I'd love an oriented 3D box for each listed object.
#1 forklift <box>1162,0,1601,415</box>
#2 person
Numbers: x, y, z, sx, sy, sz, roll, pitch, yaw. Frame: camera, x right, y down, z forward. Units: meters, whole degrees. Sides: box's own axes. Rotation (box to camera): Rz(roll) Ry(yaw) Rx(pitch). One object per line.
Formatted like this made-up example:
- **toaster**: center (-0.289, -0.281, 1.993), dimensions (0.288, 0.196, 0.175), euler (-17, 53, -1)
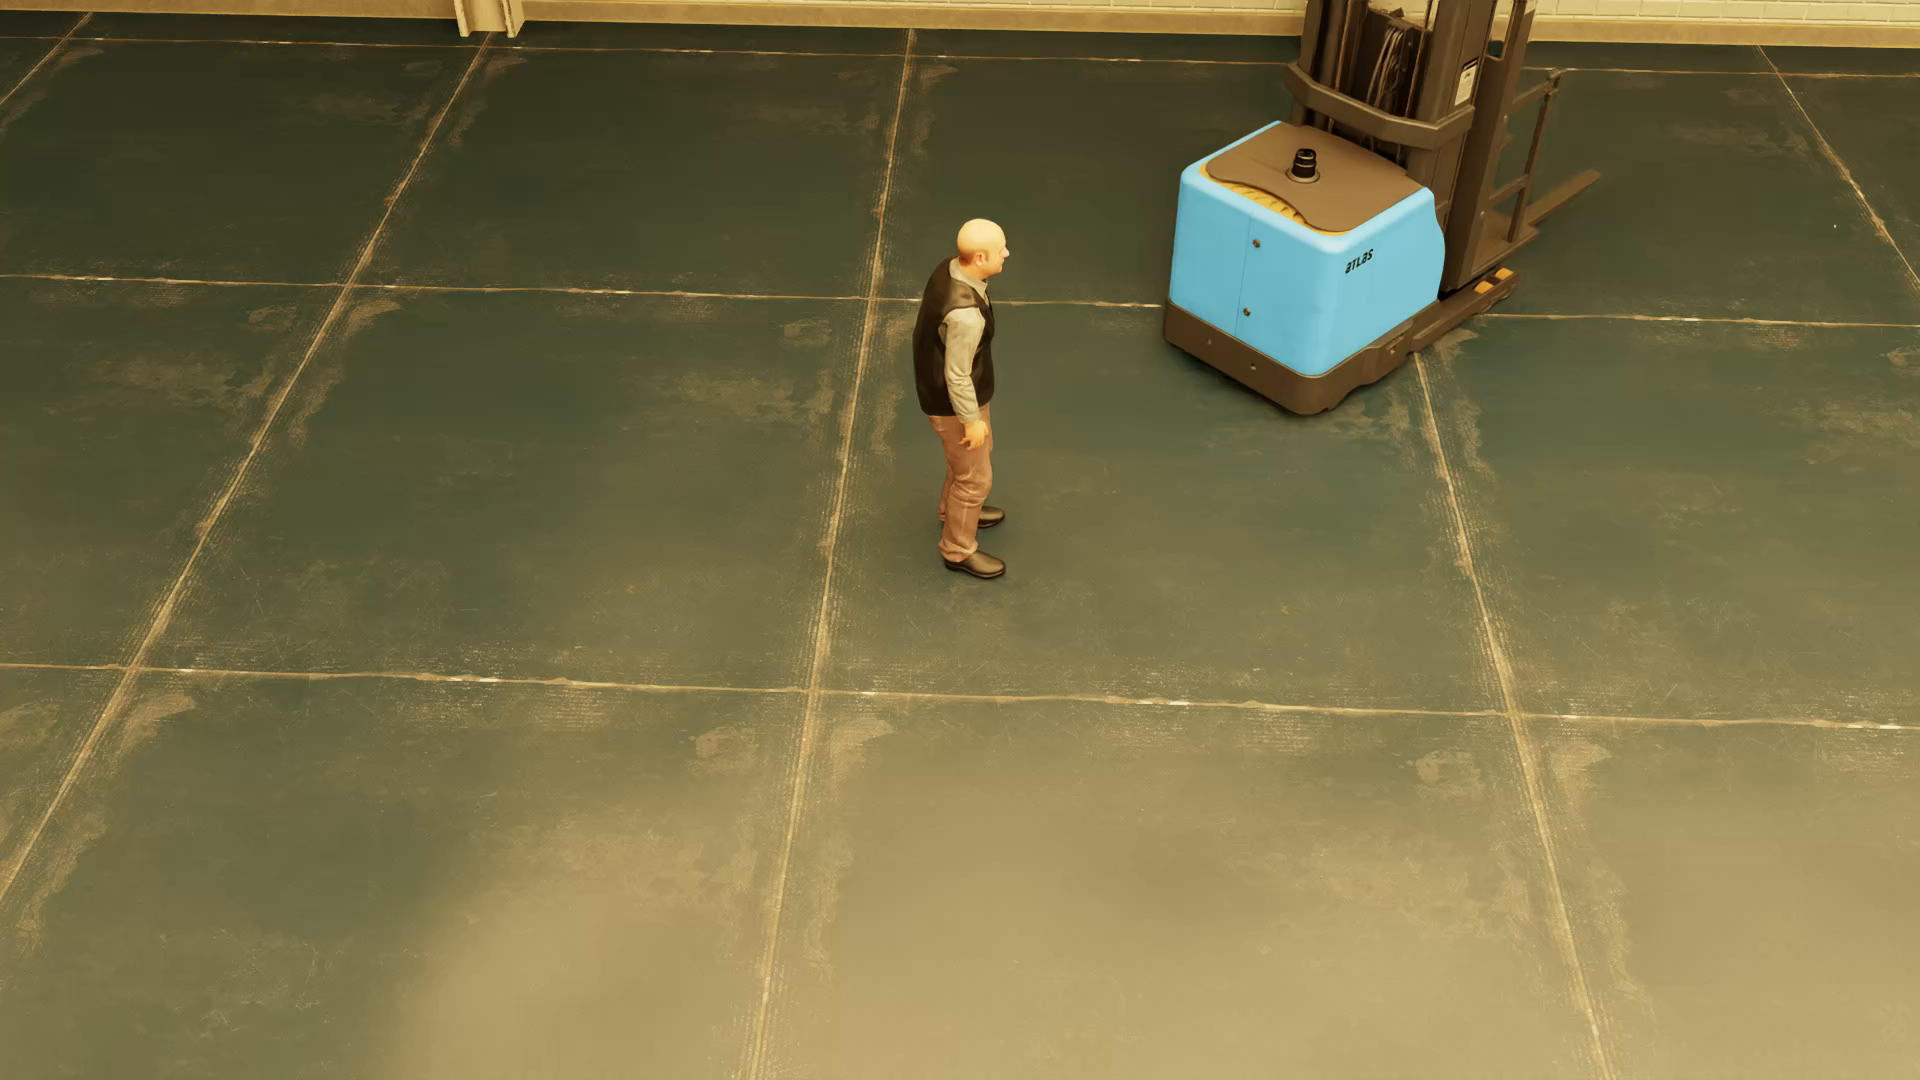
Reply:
- **forklift**: center (2.521, -2.593, 8.582), dimensions (3.031, 2.935, 1.130), euler (-32, 51, -30)
- **person**: center (0.007, -0.645, 7.348), dimensions (0.424, 1.720, 0.589), euler (-1, 42, -1)
